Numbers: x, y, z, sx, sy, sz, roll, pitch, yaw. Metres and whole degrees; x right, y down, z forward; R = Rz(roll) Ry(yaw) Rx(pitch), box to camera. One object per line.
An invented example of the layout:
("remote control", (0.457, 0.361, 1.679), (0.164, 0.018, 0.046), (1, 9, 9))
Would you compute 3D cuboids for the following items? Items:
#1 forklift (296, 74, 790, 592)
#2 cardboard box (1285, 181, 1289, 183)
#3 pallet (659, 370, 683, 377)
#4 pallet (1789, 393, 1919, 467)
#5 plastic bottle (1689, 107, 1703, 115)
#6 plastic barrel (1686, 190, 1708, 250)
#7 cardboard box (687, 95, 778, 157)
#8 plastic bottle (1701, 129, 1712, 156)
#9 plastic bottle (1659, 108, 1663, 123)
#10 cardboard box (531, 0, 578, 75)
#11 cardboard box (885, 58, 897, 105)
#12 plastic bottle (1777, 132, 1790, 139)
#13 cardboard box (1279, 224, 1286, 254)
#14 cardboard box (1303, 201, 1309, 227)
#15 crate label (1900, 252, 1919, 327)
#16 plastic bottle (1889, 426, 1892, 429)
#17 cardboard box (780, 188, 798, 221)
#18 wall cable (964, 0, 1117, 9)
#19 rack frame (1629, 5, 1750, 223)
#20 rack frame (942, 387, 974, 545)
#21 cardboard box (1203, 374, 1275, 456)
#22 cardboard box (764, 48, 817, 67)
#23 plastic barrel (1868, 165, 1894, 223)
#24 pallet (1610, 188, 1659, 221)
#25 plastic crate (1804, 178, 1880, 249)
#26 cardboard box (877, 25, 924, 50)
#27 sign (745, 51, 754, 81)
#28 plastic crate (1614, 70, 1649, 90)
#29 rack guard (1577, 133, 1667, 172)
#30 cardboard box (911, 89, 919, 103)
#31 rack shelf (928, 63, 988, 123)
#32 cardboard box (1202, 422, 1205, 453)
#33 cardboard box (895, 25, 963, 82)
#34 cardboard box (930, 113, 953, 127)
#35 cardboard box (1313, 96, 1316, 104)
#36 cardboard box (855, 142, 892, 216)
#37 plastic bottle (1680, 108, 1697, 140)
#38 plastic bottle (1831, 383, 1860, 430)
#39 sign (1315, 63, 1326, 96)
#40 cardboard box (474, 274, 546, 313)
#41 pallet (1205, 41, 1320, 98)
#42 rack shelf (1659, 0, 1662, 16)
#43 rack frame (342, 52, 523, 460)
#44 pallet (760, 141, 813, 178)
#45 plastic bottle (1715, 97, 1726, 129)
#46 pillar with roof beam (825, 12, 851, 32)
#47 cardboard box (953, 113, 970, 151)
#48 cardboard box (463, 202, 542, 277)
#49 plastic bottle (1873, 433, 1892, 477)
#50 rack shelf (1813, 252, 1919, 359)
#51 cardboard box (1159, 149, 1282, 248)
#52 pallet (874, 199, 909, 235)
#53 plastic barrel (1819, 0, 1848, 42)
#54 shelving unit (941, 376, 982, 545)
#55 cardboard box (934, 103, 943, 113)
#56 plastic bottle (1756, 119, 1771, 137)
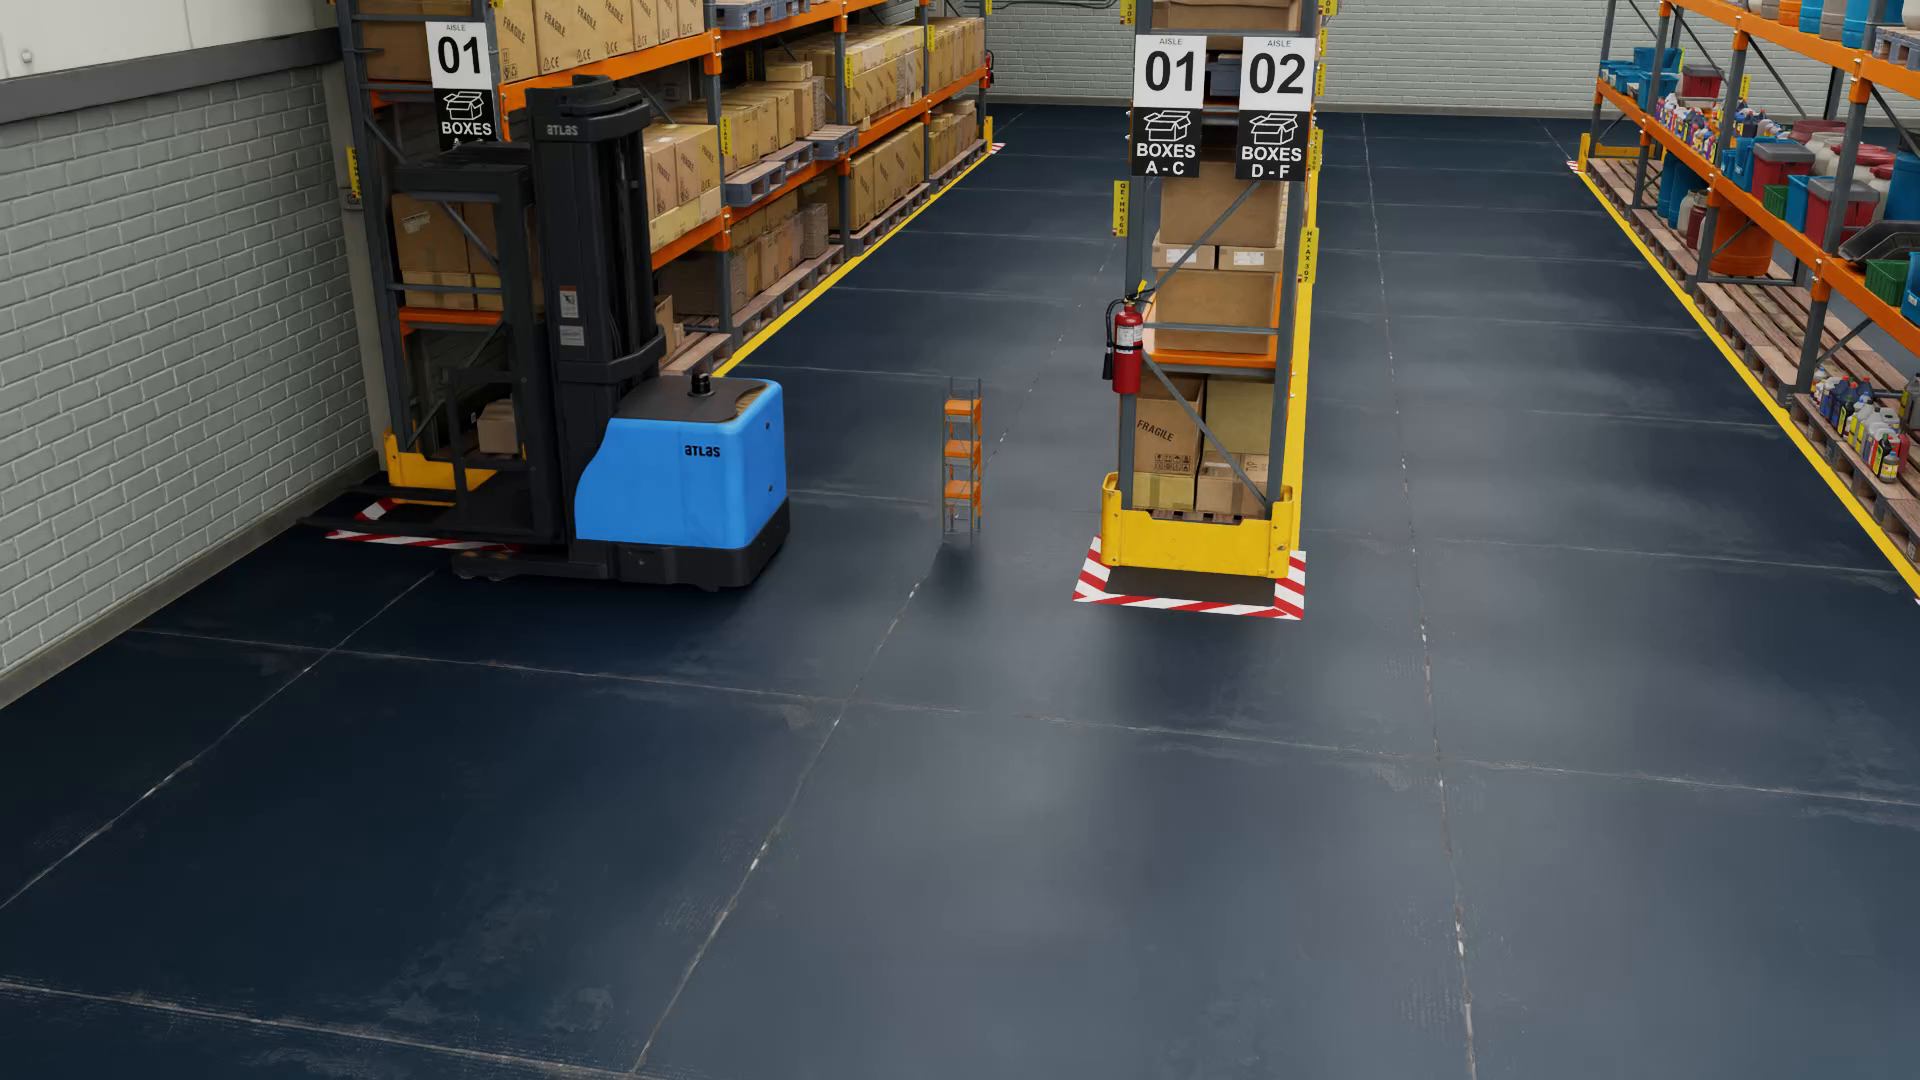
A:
("forklift", (-2.671, -1.296, 10.148), (3.031, 2.935, 1.130), (4, 22, 9))
("cardboard box", (2.248, -2.587, 12.260), (0.380, 0.149, 0.250), (4, 22, 11))
("pallet", (-2.896, -1.115, 13.338), (1.003, 0.211, 1.213), (4, 22, 11))
("pallet", (6.974, -0.813, 12.589), (1.003, 0.211, 1.213), (4, 22, 11))
("plastic bottle", (8.277, -4.726, 18.740), (0.152, 0.276, 0.135), (4, 22, 11))
("plastic barrel", (8.282, -3.481, 18.147), (0.600, 0.588, 0.708), (4, 22, 11))
("cardboard box", (-2.185, -3.985, 16.010), (0.700, 0.500, 0.500), (8, 23, 18))
("plastic bottle", (7.761, -4.129, 17.262), (0.097, 0.271, 0.097), (0, 22, 0))
("plastic bottle", (8.259, -4.988, 19.490), (0.097, 0.201, 0.097), (0, 22, 0))
("cardboard box", (-2.905, -3.385, 11.067), (0.500, 0.500, 0.500), (6, 23, 14))
("cardboard box", (-1.064, -5.482, 19.891), (0.500, 0.500, 0.500), (5, 22, 12))
("plastic bottle", (8.467, -4.057, 17.077), (0.152, 0.276, 0.135), (4, 22, 11))
("cardboard box", (1.882, -1.927, 10.621), (0.380, 0.149, 0.250), (5, 22, 11))
("cardboard box", (3.492, -3.380, 17.987), (0.500, 0.500, 0.500), (5, 23, 13))
("crate label", (6.446, -1.596, 10.754), (0.502, 0.435, 0.616), (4, 22, 11))
("plastic bottle", (6.545, -0.705, 11.747), (0.097, 0.201, 0.097), (0, 22, 0))
("cardboard box", (-2.004, -3.488, 17.253), (0.500, 0.250, 0.500), (5, 22, 12))
("wall cable", (1.406, -10.876, 29.970), (3.097, 2.526, 0.112), (4, 22, 11))
("rack frame", (8.784, -5.274, 19.935), (1.000, 3.000, 0.127), (4, 22, 11))
("rack frame", (-0.014, -0.462, 10.595), (0.200, 1.050, 0.008), (4, 22, 11))
("cardboard box", (1.915, -0.894, 11.173), (0.500, 0.500, 0.500), (4, 22, 11))
("cardboard box", (-1.892, -5.294, 18.420), (0.500, 0.250, 0.500), (5, 22, 12))
("plastic barrel", (7.562, -2.745, 13.472), (0.433, 0.535, 0.433), (0, 22, 0))
("pallet", (8.896, -4.253, 21.131), (1.003, 0.211, 1.213), (4, 22, 11))
("plastic crate", (6.951, -2.579, 13.156), (0.402, 0.464, 0.583), (4, 22, 11))
("cardboard box", (-0.759, -6.381, 21.119), (0.500, 0.250, 0.500), (5, 22, 12))
("sign", (-2.275, -5.145, 18.063), (0.100, 0.325, 0.005), (4, 22, 11))
("plastic crate", (8.959, -6.141, 22.229), (0.416, 0.233, 0.300), (4, 22, 11))
("rack guard", (9.593, -5.588, 24.058), (1.175, 0.500, 0.348), (4, 22, 11))
("cardboard box", (-0.734, -5.683, 21.259), (0.380, 0.149, 0.250), (5, 22, 12))
("rack shelf", (-0.506, -6.427, 23.760), (1.077, 0.370, 4.000), (4, 22, 11))
("cardboard box", (1.498, -0.769, 11.867), (0.500, 0.250, 0.500), (4, 22, 11))
("cardboard box", (-0.494, -6.899, 23.568), (0.980, 0.700, 0.700), (3, 22, 8))
("cardboard box", (-0.307, -5.934, 23.487), (0.380, 0.149, 0.250), (4, 22, 9))
("cardboard box", (4.307, -5.865, 21.268), (0.500, 0.500, 0.500), (5, 22, 12))
("cardboard box", (-1.267, -4.343, 19.938), (0.750, 0.750, 0.750), (4, 22, 11))
("plastic bottle", (8.004, -4.559, 18.223), (0.144, 0.351, 0.185), (4, 22, 11))
("plastic bottle", (6.542, -0.991, 12.257), (0.144, 0.351, 0.185), (4, 22, 9))
("sign", (3.664, -4.686, 16.925), (0.100, 0.325, 0.005), (4, 22, 11))
("cardboard box", (-2.953, -1.735, 11.320), (0.500, 0.250, 0.500), (4, 22, 9))
("pallet", (1.657, -2.872, 10.072), (1.003, 0.211, 1.213), (4, 22, 11))
("rack shelf", (9.192, -7.064, 21.325), (1.077, 0.370, 4.000), (4, 22, 11))
("rack frame", (-3.363, -1.641, 10.913), (1.000, 3.000, 0.127), (4, 22, 11))
("pallet", (-2.094, -3.751, 16.408), (1.003, 0.211, 1.213), (4, 22, 11))
("plastic bottle", (8.776, -4.901, 19.074), (0.144, 0.351, 0.185), (4, 22, 11))
("pillar with roof beam", (2.596, -8.806, 20.674), (9.100, 9.000, 0.400), (4, 22, 11))
("cardboard box", (-0.245, -6.081, 24.722), (0.700, 0.500, 0.500), (4, 22, 11))
("cardboard box", (-2.971, -2.080, 11.174), (0.500, 0.500, 0.500), (4, 22, 11))
("plastic bottle", (6.287, -0.579, 11.323), (0.061, 0.283, 0.133), (5, 22, 12))
("rack shelf", (6.744, -1.283, 10.988), (1.077, 0.370, 4.000), (4, 22, 11))
("cardboard box", (1.606, -2.102, 10.187), (0.700, 0.500, 0.500), (5, 22, 11))
("pallet", (-1.245, -4.001, 20.505), (1.003, 0.211, 1.213), (4, 22, 11))
("plastic barrel", (7.177, -4.414, 13.113), (0.600, 0.901, 0.600), (0, 22, 0))
("shelving unit", (0.011, -0.507, 10.706), (0.215, 1.050, 0.252), (4, 22, 11))
("cardboard box", (-0.467, -6.349, 24.519), (0.380, 0.149, 0.250), (5, 22, 11))
("plastic bottle", (8.656, -4.395, 17.917), (0.152, 0.276, 0.135), (4, 22, 11))
